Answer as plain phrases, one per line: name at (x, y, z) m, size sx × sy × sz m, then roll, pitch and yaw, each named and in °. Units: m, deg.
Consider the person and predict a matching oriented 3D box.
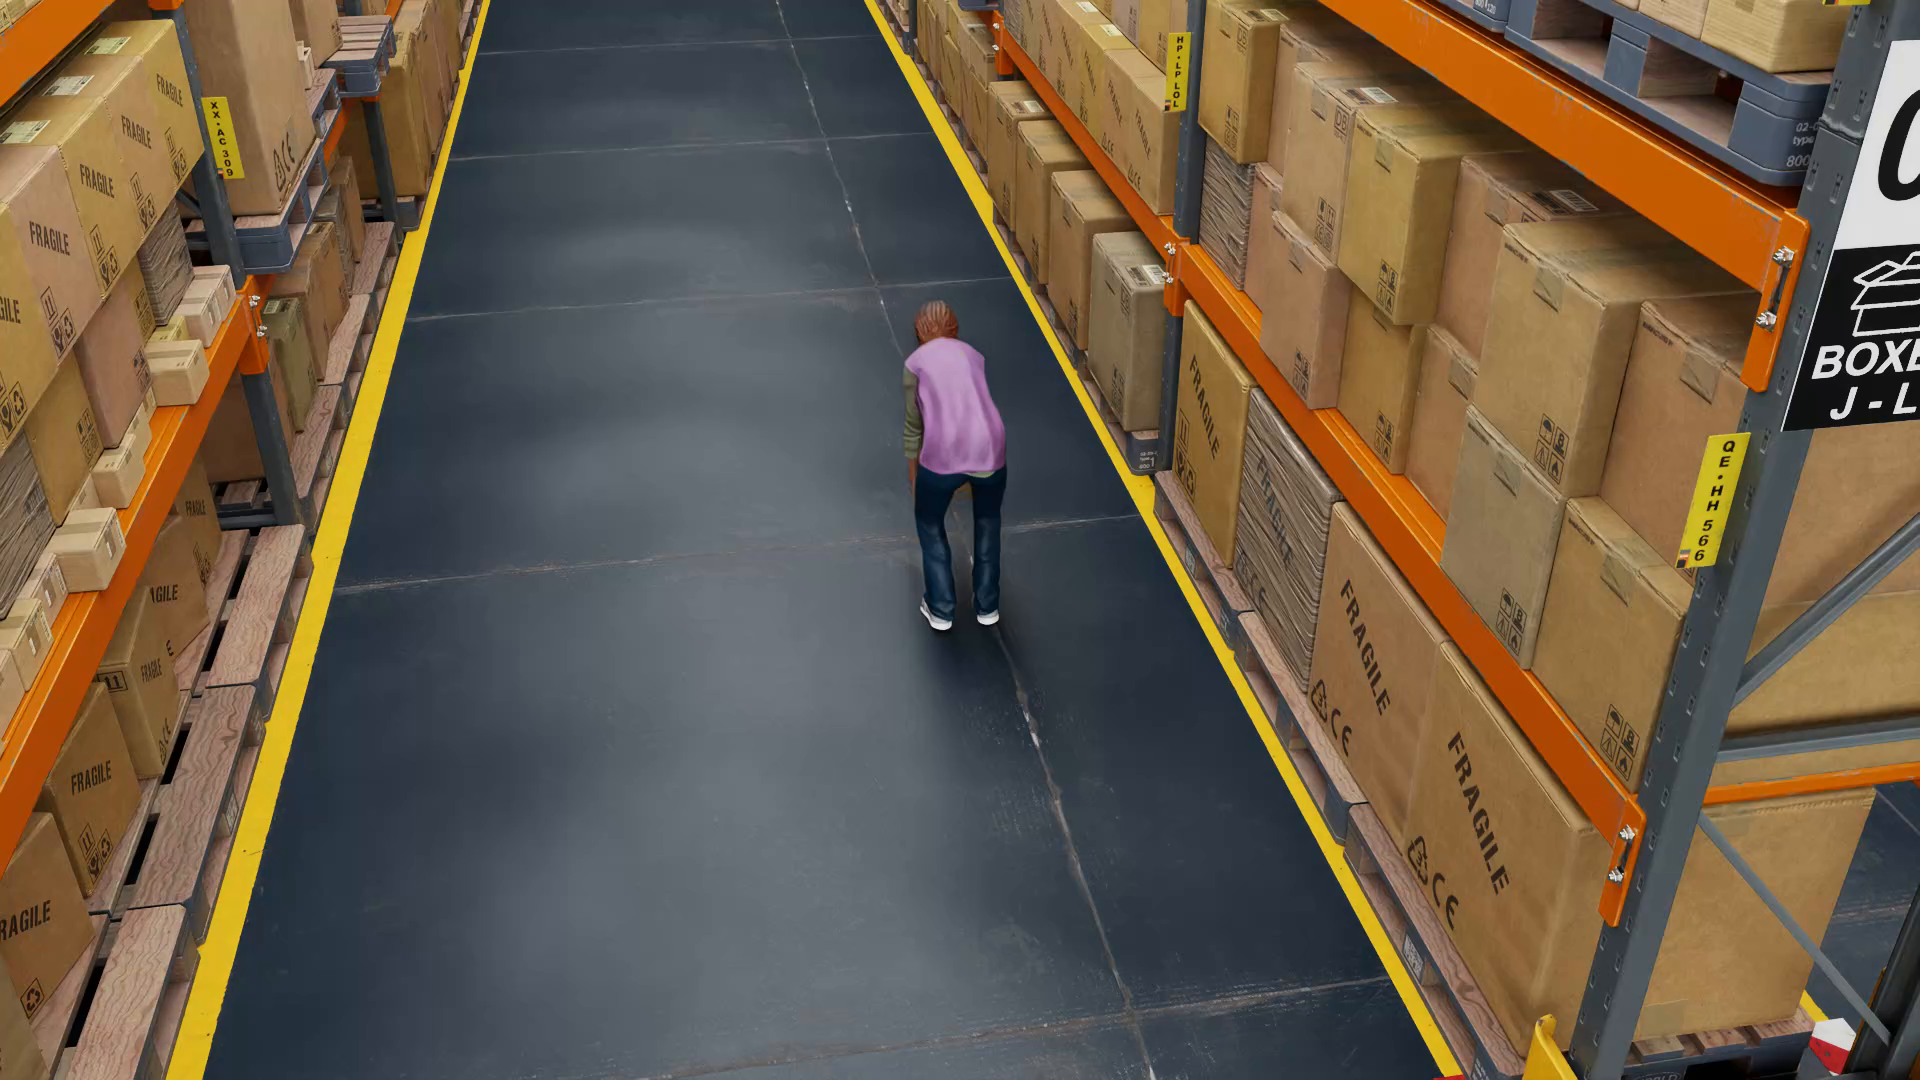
person at (-0.035, -0.303, 6.994) m, size 0.380 × 1.240 × 0.810 m, roll -6°, pitch 32°, yaw -10°
